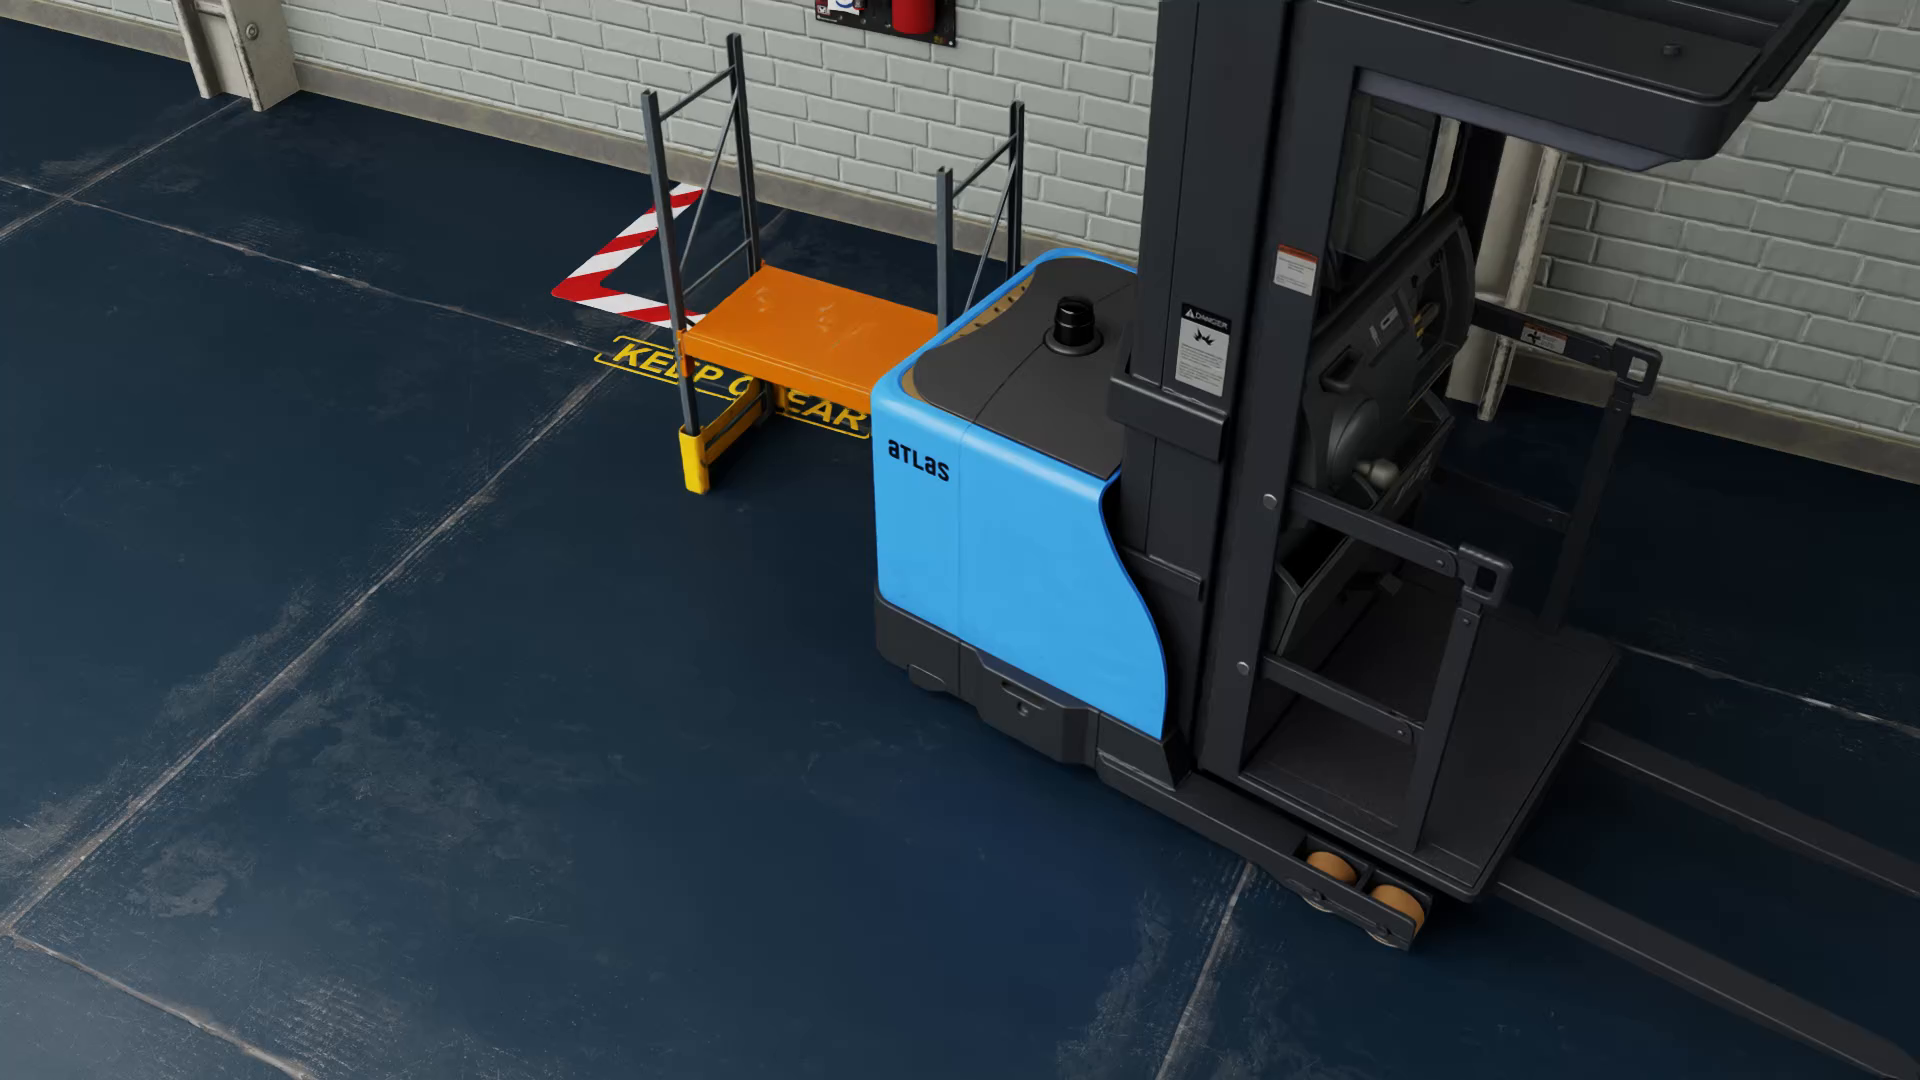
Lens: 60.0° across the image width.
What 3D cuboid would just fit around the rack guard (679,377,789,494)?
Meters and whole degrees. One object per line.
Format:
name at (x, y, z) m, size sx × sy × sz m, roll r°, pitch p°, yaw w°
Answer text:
rack guard at (-0.816, -0.438, 6.064) m, size 0.087 × 0.250 × 0.587 m, roll 19°, pitch 45°, yaw 21°

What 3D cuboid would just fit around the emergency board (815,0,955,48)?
emergency board at (-0.336, -2.431, 6.264) m, size 0.643 × 1.169 × 0.194 m, roll 17°, pitch 44°, yaw 19°

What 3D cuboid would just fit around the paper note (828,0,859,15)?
paper note at (-0.467, -2.188, 6.657) m, size 0.142 × 0.148 × 0.016 m, roll 17°, pitch 44°, yaw 19°

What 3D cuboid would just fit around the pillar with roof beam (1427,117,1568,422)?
pillar with roof beam at (0.067, -1.436, 0.536) m, size 0.400 × 9.000 × 9.100 m, roll 17°, pitch 44°, yaw 19°

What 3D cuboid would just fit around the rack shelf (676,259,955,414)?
rack shelf at (-0.385, -0.623, 5.598) m, size 1.000 × 0.185 × 0.538 m, roll 19°, pitch 45°, yaw 21°

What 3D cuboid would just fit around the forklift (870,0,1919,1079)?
forklift at (1.226, -0.411, 3.987) m, size 3.031 × 2.935 × 1.130 m, roll 25°, pitch 47°, yaw 26°

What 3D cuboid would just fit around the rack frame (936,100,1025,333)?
rack frame at (0.064, -0.602, 5.300) m, size 0.032 × 1.500 × 0.500 m, roll 19°, pitch 45°, yaw 21°

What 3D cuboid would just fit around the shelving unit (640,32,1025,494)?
shelving unit at (-0.377, -0.756, 5.477) m, size 1.083 × 1.500 × 0.587 m, roll 19°, pitch 45°, yaw 21°

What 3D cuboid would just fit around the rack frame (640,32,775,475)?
rack frame at (-0.833, -0.916, 5.661) m, size 0.032 × 1.500 × 0.500 m, roll 19°, pitch 45°, yaw 21°

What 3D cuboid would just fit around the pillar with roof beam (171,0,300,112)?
pillar with roof beam at (-5.370, -3.097, 2.453) m, size 0.400 × 9.000 × 9.100 m, roll 17°, pitch 44°, yaw 19°
